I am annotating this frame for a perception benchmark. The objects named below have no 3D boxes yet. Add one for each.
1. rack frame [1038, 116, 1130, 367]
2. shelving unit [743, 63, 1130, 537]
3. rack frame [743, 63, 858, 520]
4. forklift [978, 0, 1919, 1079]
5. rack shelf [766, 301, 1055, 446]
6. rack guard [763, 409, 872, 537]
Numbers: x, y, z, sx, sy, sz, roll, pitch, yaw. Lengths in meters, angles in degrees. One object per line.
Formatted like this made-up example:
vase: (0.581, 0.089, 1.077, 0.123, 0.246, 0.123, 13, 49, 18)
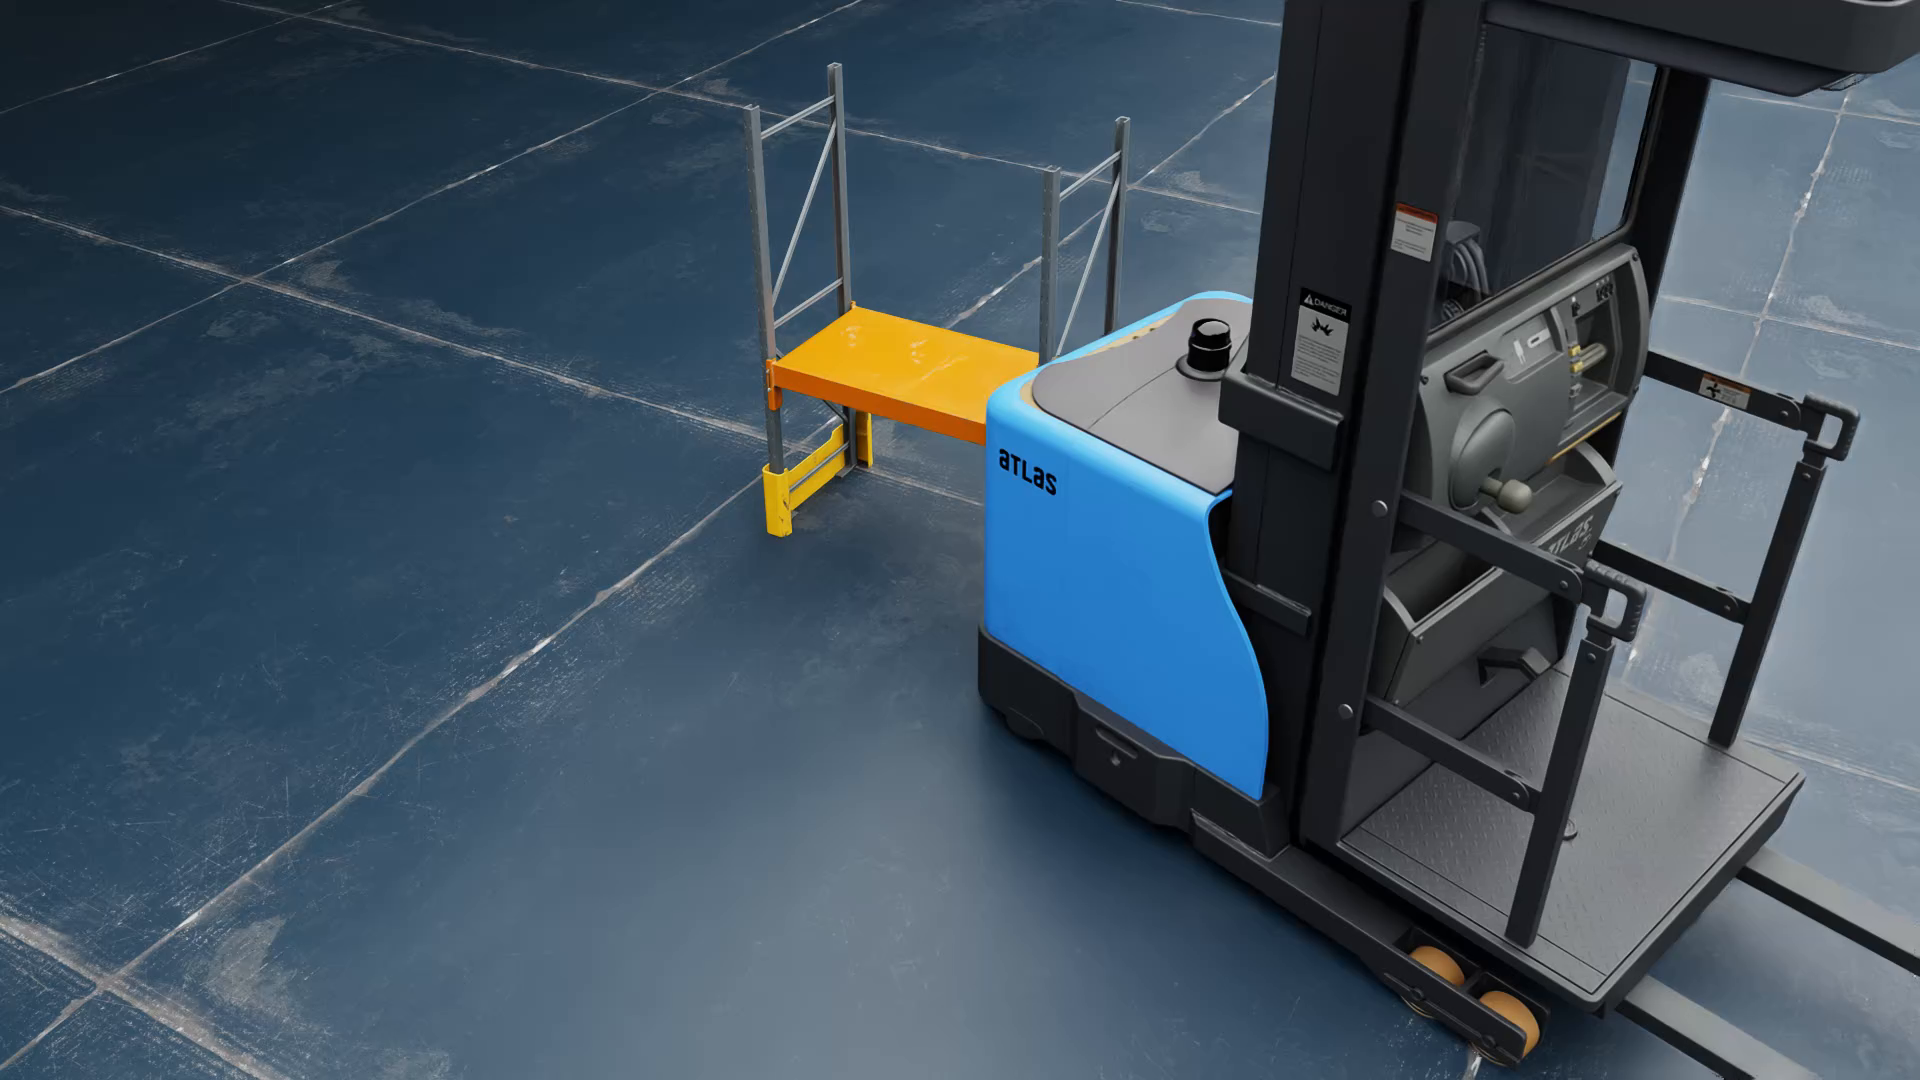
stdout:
rack frame: (0.367, -0.508, 5.160, 0.032, 1.500, 0.500, 18, 37, 24)
shelving unit: (-0.066, -0.645, 5.366, 1.083, 1.500, 0.587, 18, 37, 24)
rack frame: (-0.515, -0.788, 5.579, 0.032, 1.500, 0.500, 18, 37, 24)
forklift: (1.434, -0.315, 3.579, 1.130, 2.935, 3.031, -28, 43, -35)
rack shelf: (-0.074, -0.498, 5.469, 1.000, 0.185, 0.538, 18, 37, 24)
rack guard: (-0.499, -0.262, 5.918, 0.087, 0.250, 0.587, 18, 37, 24)
